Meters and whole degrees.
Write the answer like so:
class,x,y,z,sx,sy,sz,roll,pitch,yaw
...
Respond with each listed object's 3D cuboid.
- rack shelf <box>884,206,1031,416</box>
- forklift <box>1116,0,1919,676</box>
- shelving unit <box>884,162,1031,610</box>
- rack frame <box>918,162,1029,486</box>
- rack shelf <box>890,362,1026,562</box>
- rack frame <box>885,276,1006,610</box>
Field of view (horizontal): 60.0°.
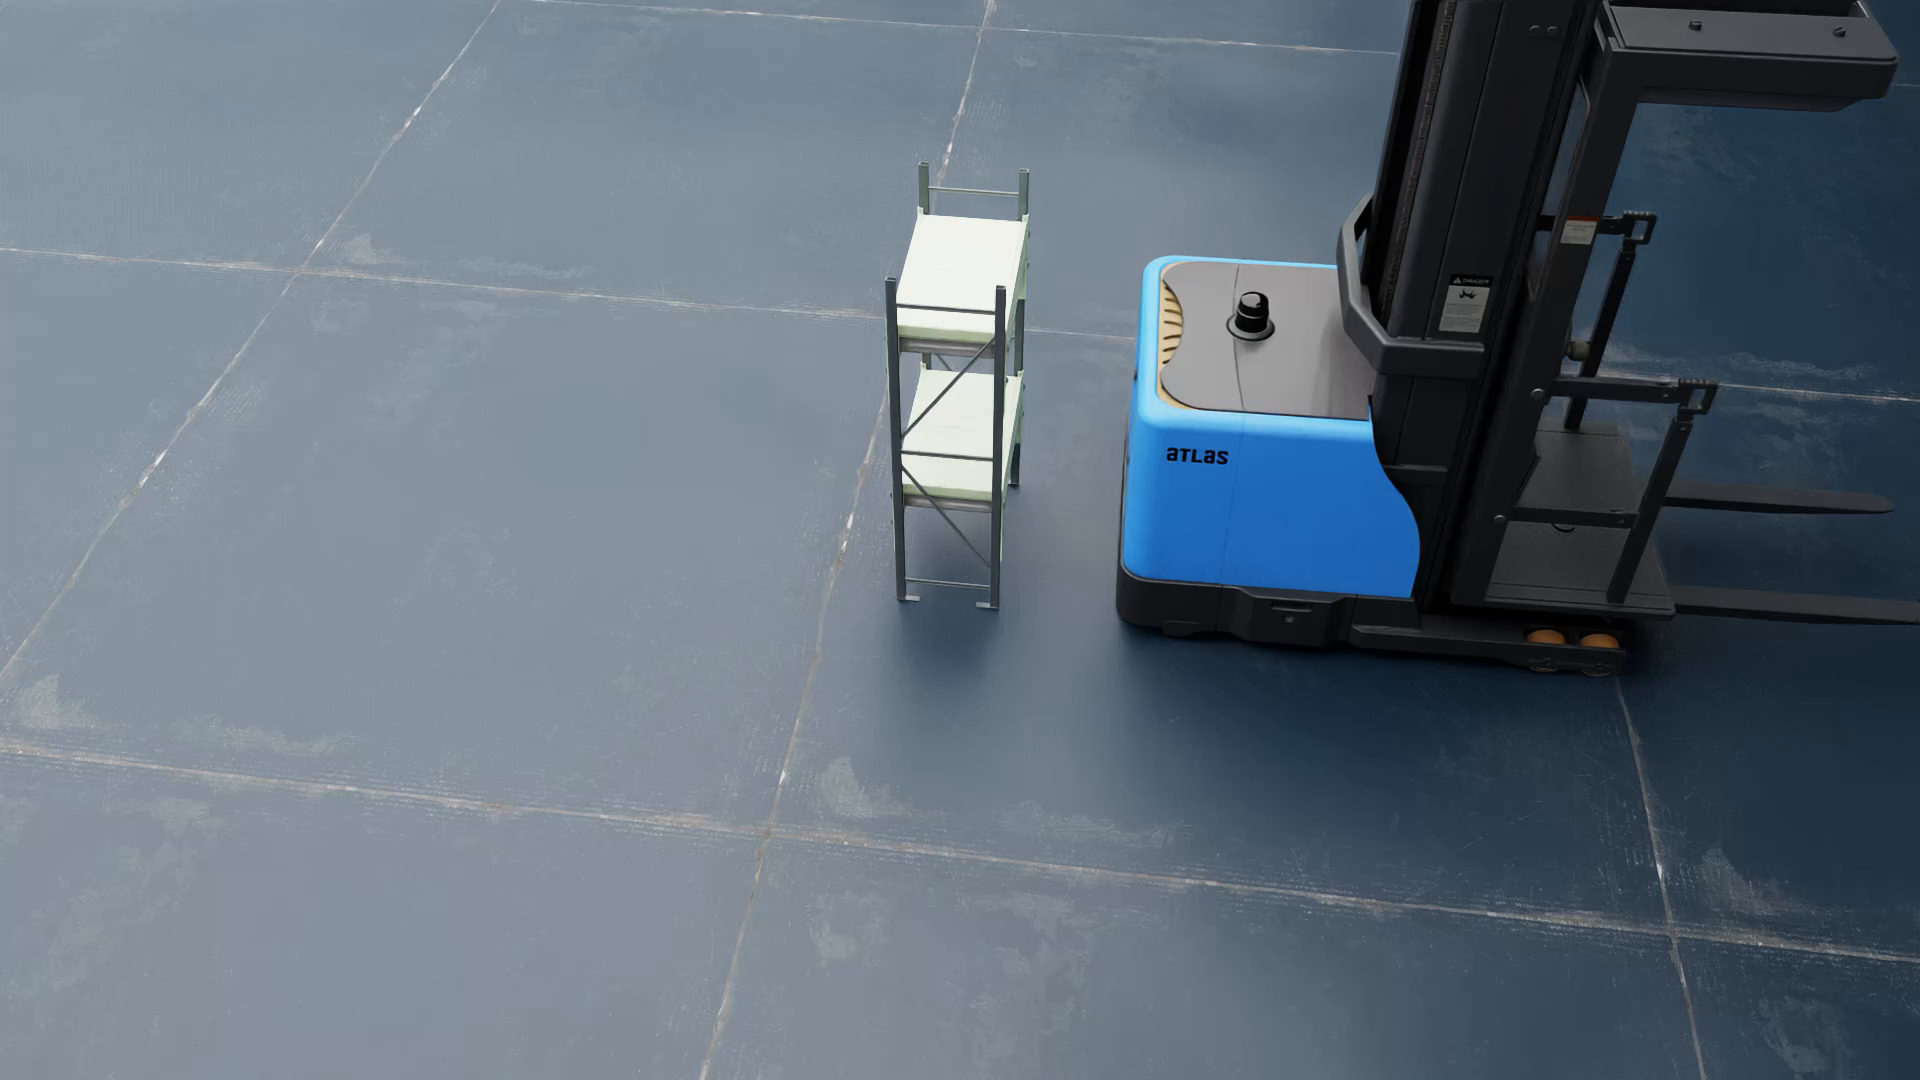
class,x,y,z,sx,sy,sz,roll,pitch,yaw
rack shelf,0.001,-0.833,5.971,0.431,0.370,0.720,5,44,6
forklift,2.148,-0.943,5.614,3.031,2.935,1.130,4,44,4
shelving unit,0.001,-0.549,6.239,0.431,1.500,0.755,5,44,6
rack frame,0.049,-0.799,6.503,0.400,1.500,0.023,5,44,6
rack shelf,0.001,-0.312,6.463,0.431,0.370,0.720,5,44,6
rack frame,-0.048,-0.300,5.976,0.400,1.500,0.023,5,44,6
